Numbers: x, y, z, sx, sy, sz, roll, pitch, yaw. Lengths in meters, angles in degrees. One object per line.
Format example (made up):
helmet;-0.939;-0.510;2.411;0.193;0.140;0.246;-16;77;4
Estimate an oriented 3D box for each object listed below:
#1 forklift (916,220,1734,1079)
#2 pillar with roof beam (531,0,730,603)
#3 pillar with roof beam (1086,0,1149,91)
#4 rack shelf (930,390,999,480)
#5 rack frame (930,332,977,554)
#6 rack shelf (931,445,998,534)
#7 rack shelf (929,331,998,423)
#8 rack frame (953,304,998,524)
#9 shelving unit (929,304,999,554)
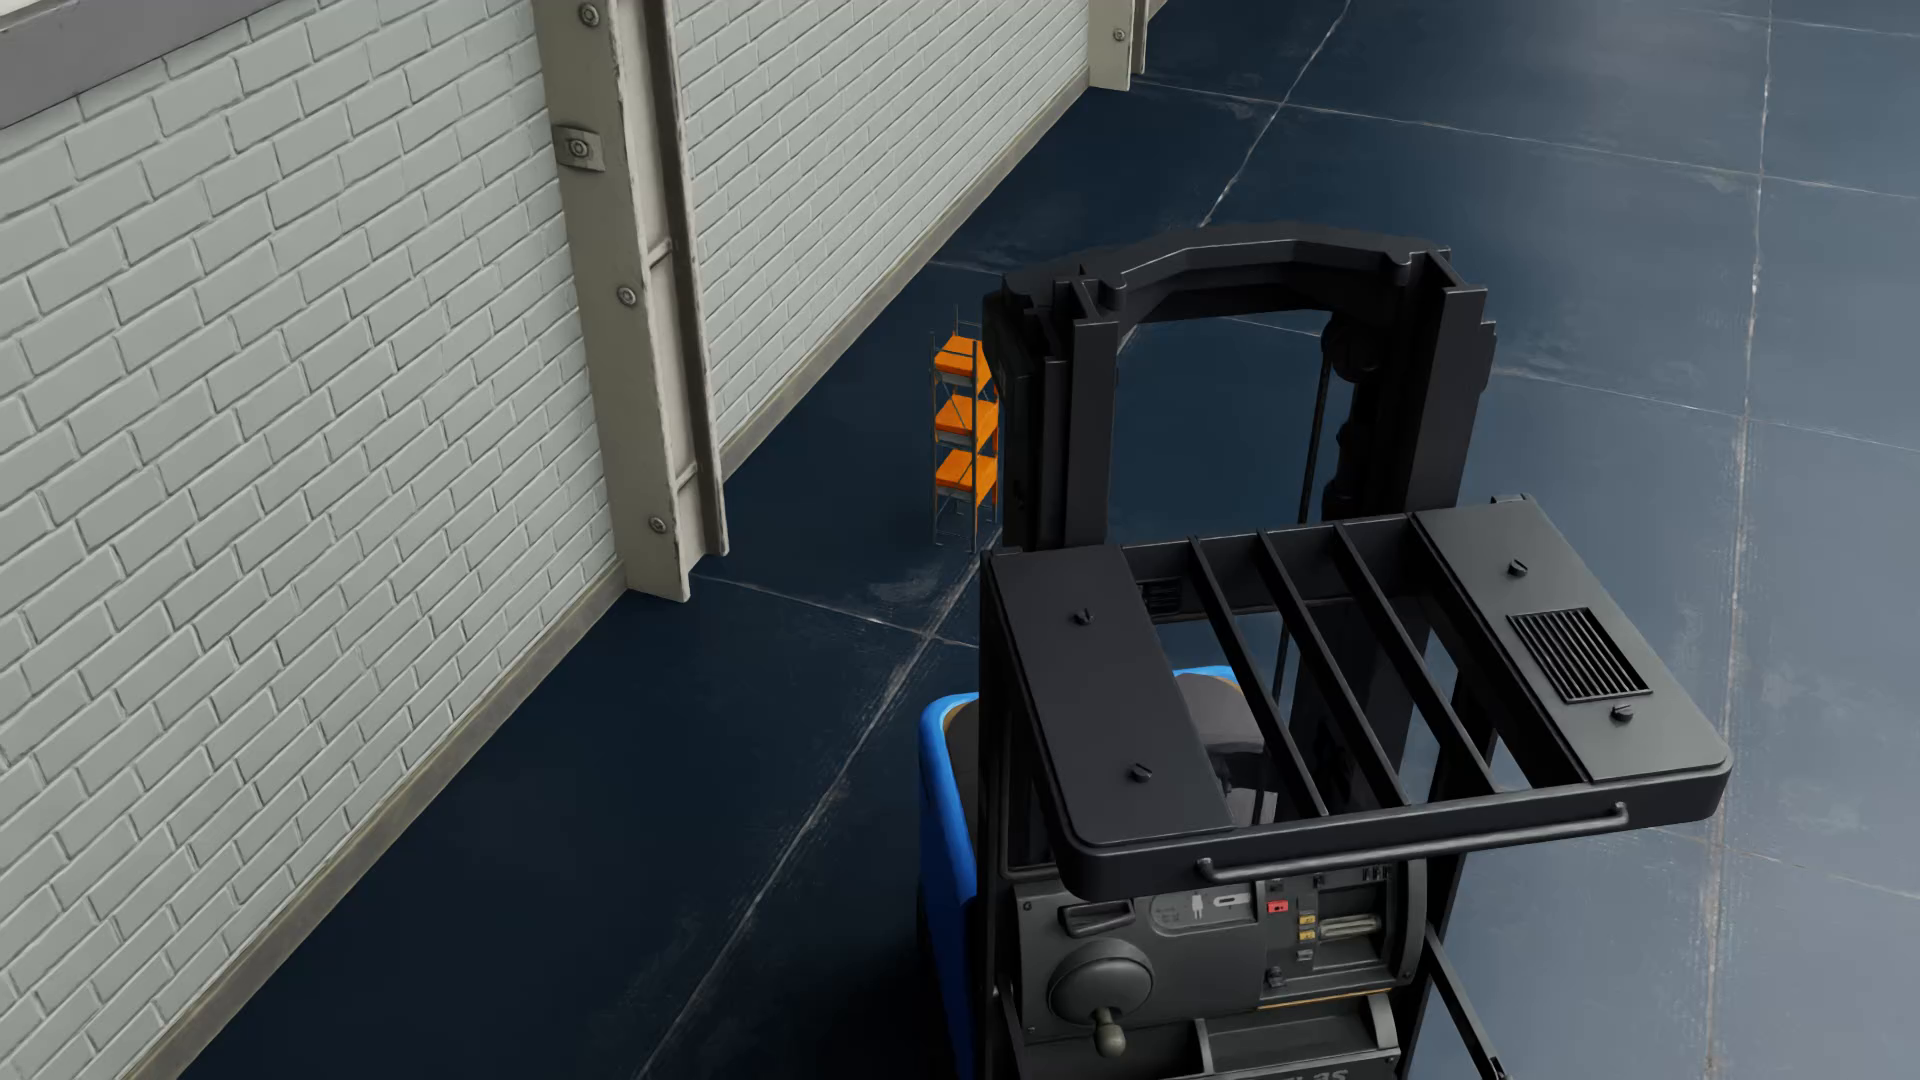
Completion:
forklift;0.622;0.965;3.511;1.130;2.935;3.031;-6;37;-8
pillar with roof beam;2.770;-2.506;3.087;9.100;9.000;0.400;14;39;18
pillar with roof beam;5.053;-5.828;7.531;9.100;9.000;0.400;14;39;18
rack shelf;0.020;-0.442;6.982;0.215;0.259;0.240;14;39;18
rack frame;-0.026;-0.383;6.885;0.200;1.050;0.008;14;39;18
rack shelf;0.020;-0.219;7.148;0.215;0.259;0.240;14;39;18
rack shelf;0.020;-0.669;6.812;0.215;0.259;0.240;14;39;18
rack frame;0.067;-0.518;7.066;0.200;1.050;0.008;14;39;18
shelving unit;0.020;-0.450;6.975;0.215;1.050;0.252;14;39;18
